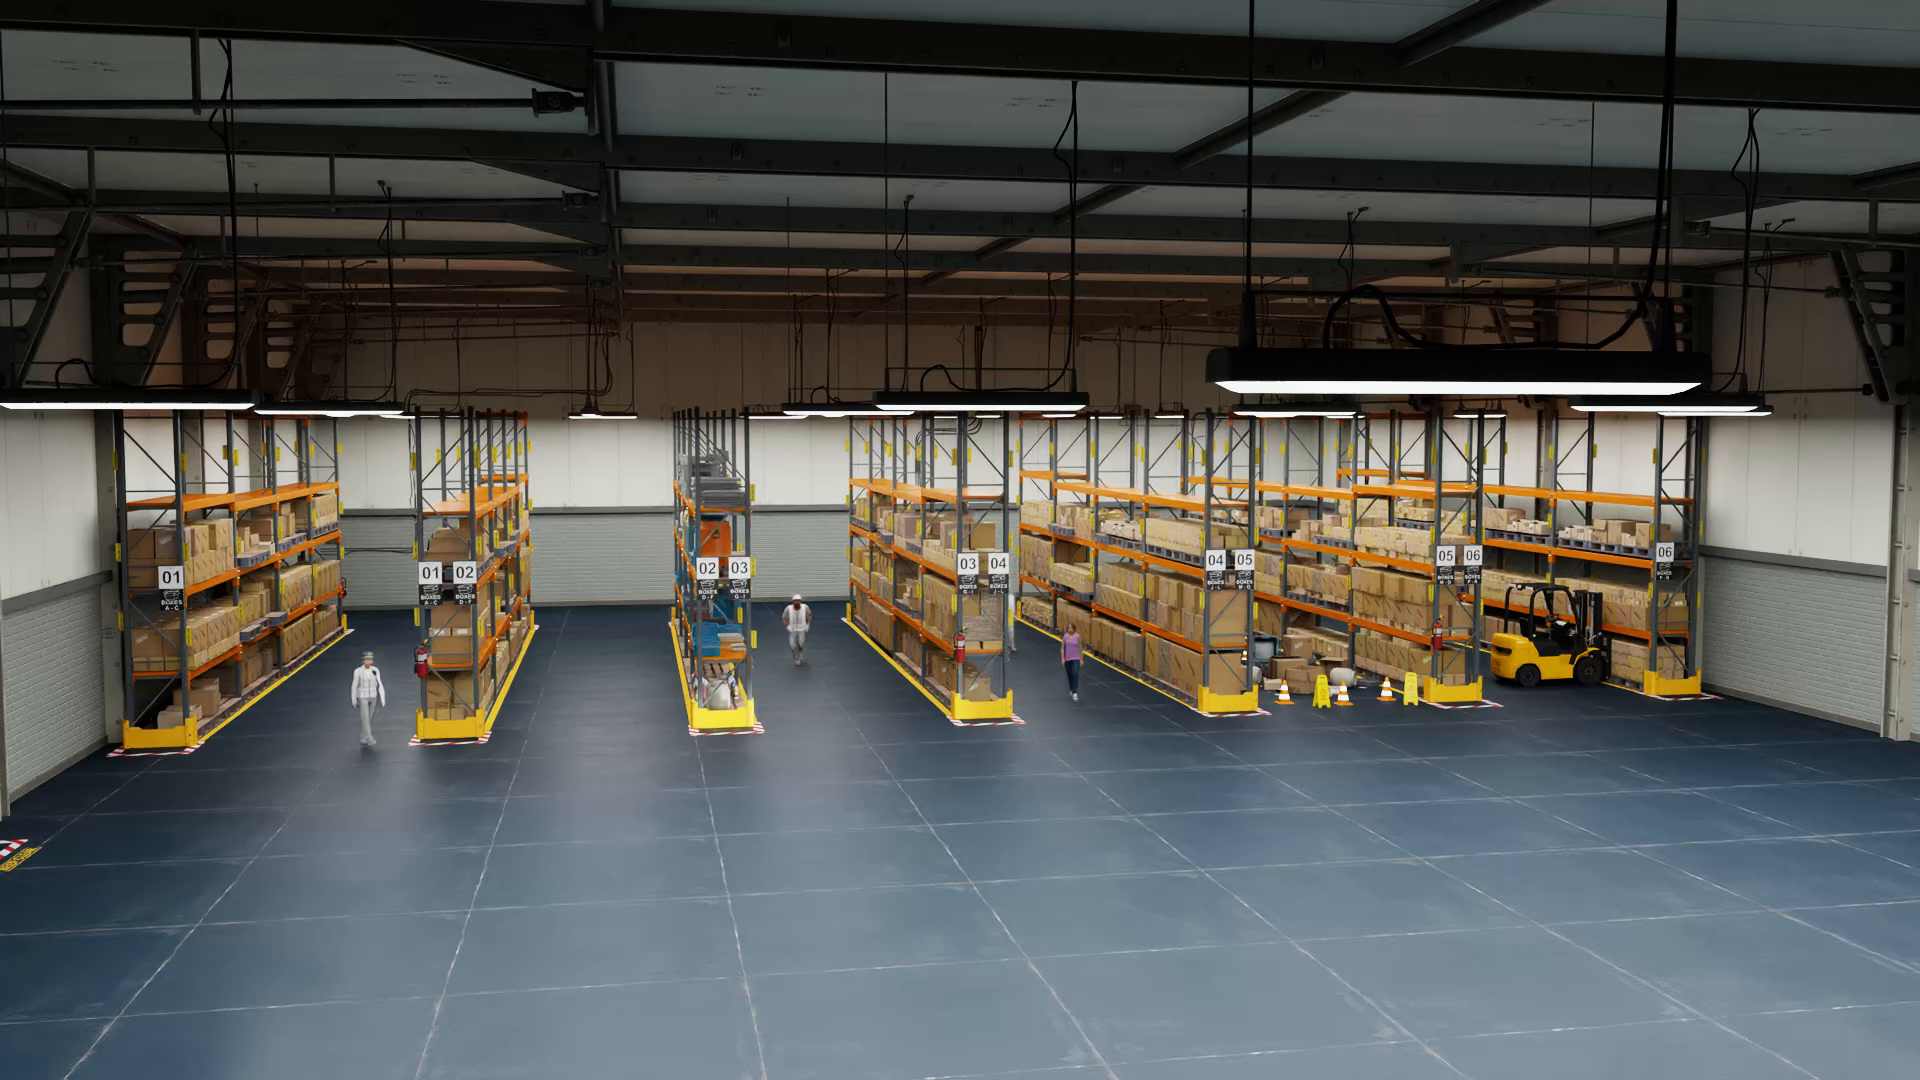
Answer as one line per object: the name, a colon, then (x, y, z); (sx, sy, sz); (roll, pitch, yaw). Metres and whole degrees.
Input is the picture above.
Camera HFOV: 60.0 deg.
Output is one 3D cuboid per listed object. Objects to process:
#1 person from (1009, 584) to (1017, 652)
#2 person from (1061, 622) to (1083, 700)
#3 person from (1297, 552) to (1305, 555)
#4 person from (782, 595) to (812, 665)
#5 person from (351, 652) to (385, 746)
person: (1.145, 1.906, 41.551); (0.589, 1.717, 1.084); (-1, 4, -14)
person: (2.297, 2.496, 34.339); (0.448, 1.529, 0.856); (1, 4, 18)
person: (10.732, 1.172, 52.278); (0.923, 1.644, 0.460); (-1, 4, -17)
person: (-3.833, 2.107, 39.067); (0.681, 1.685, 0.649); (0, 4, -1)
person: (-10.423, 2.804, 29.381); (0.519, 1.659, 0.856); (-4, 5, -41)
